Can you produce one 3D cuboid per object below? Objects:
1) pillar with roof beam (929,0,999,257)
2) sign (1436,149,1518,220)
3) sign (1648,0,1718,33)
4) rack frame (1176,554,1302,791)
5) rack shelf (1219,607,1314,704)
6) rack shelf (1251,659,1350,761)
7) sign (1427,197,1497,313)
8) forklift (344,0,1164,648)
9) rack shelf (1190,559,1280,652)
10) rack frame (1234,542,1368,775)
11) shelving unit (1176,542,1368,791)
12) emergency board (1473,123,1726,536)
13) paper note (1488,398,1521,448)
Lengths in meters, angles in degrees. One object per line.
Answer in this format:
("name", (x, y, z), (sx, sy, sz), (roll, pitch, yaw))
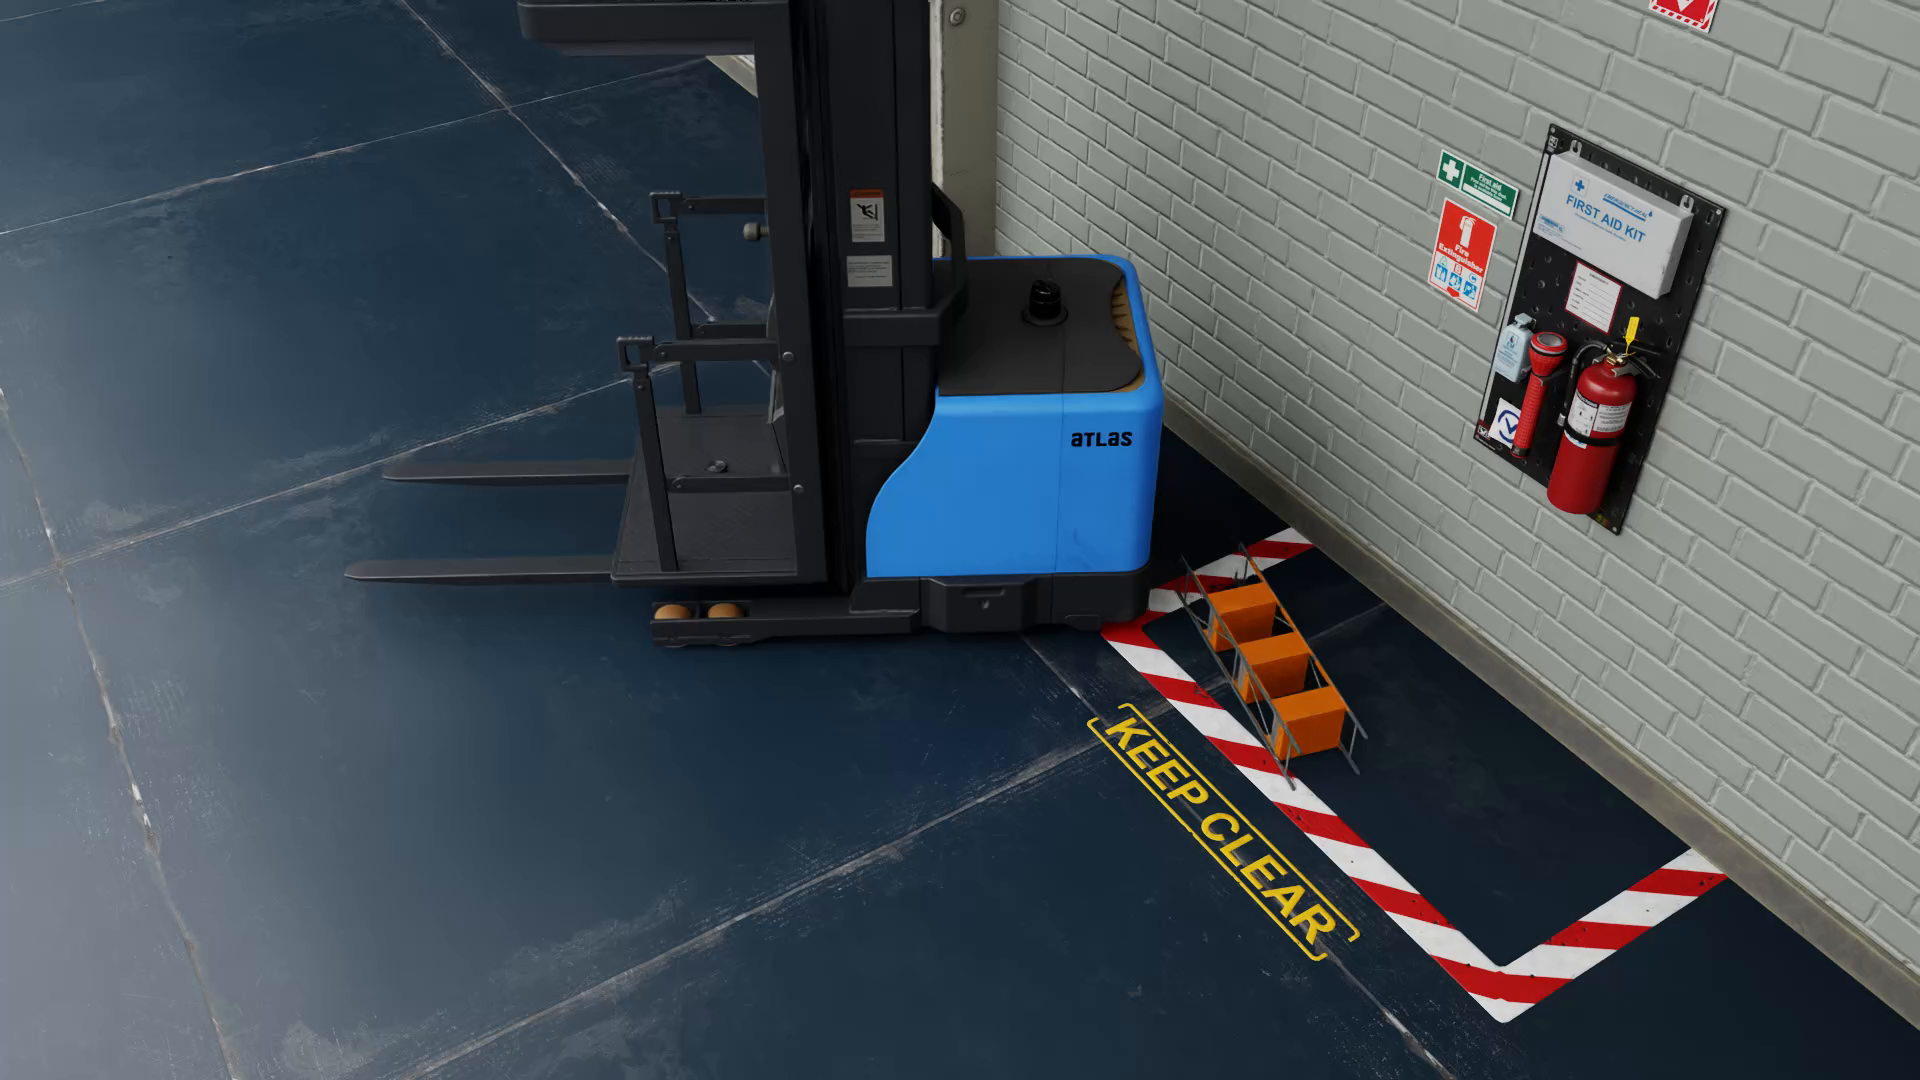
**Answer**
("pillar with roof beam", (-3.687, -3.311, 3.694), (9.100, 9.000, 0.400), (-22, 45, -24))
("sign", (1.656, -1.143, 5.336), (0.001, 0.109, 0.331), (-22, 45, -24))
("sign", (1.952, -1.526, 4.427), (0.001, 0.298, 0.199), (-22, 45, -24))
("rack frame", (0.994, 0.458, 6.021), (0.008, 0.200, 1.050), (-11, 42, -12))
("rack shelf", (1.108, 0.428, 6.054), (0.240, 0.215, 0.259), (-11, 42, -12))
("rack shelf", (1.189, 0.605, 5.848), (0.240, 0.215, 0.259), (-11, 42, -12))
("sign", (1.661, -0.945, 5.513), (0.001, 0.329, 0.234), (-22, 45, -24))
("forklift", (-0.811, -1.066, 5.739), (3.031, 2.935, 1.130), (-1, 40, -2))
("rack shelf", (1.028, 0.254, 6.256), (0.240, 0.215, 0.259), (-11, 42, -12))
("rack frame", (1.228, 0.411, 6.072), (0.008, 0.200, 1.050), (-11, 42, -12))
("shelving unit", (1.111, 0.434, 6.046), (0.252, 0.215, 1.050), (-11, 42, -12))
("emergency board", (1.872, -0.597, 5.123), (0.194, 1.169, 0.643), (-22, 45, -24))
("paper note", (1.835, -0.378, 5.548), (0.016, 0.148, 0.142), (-22, 45, -24))
